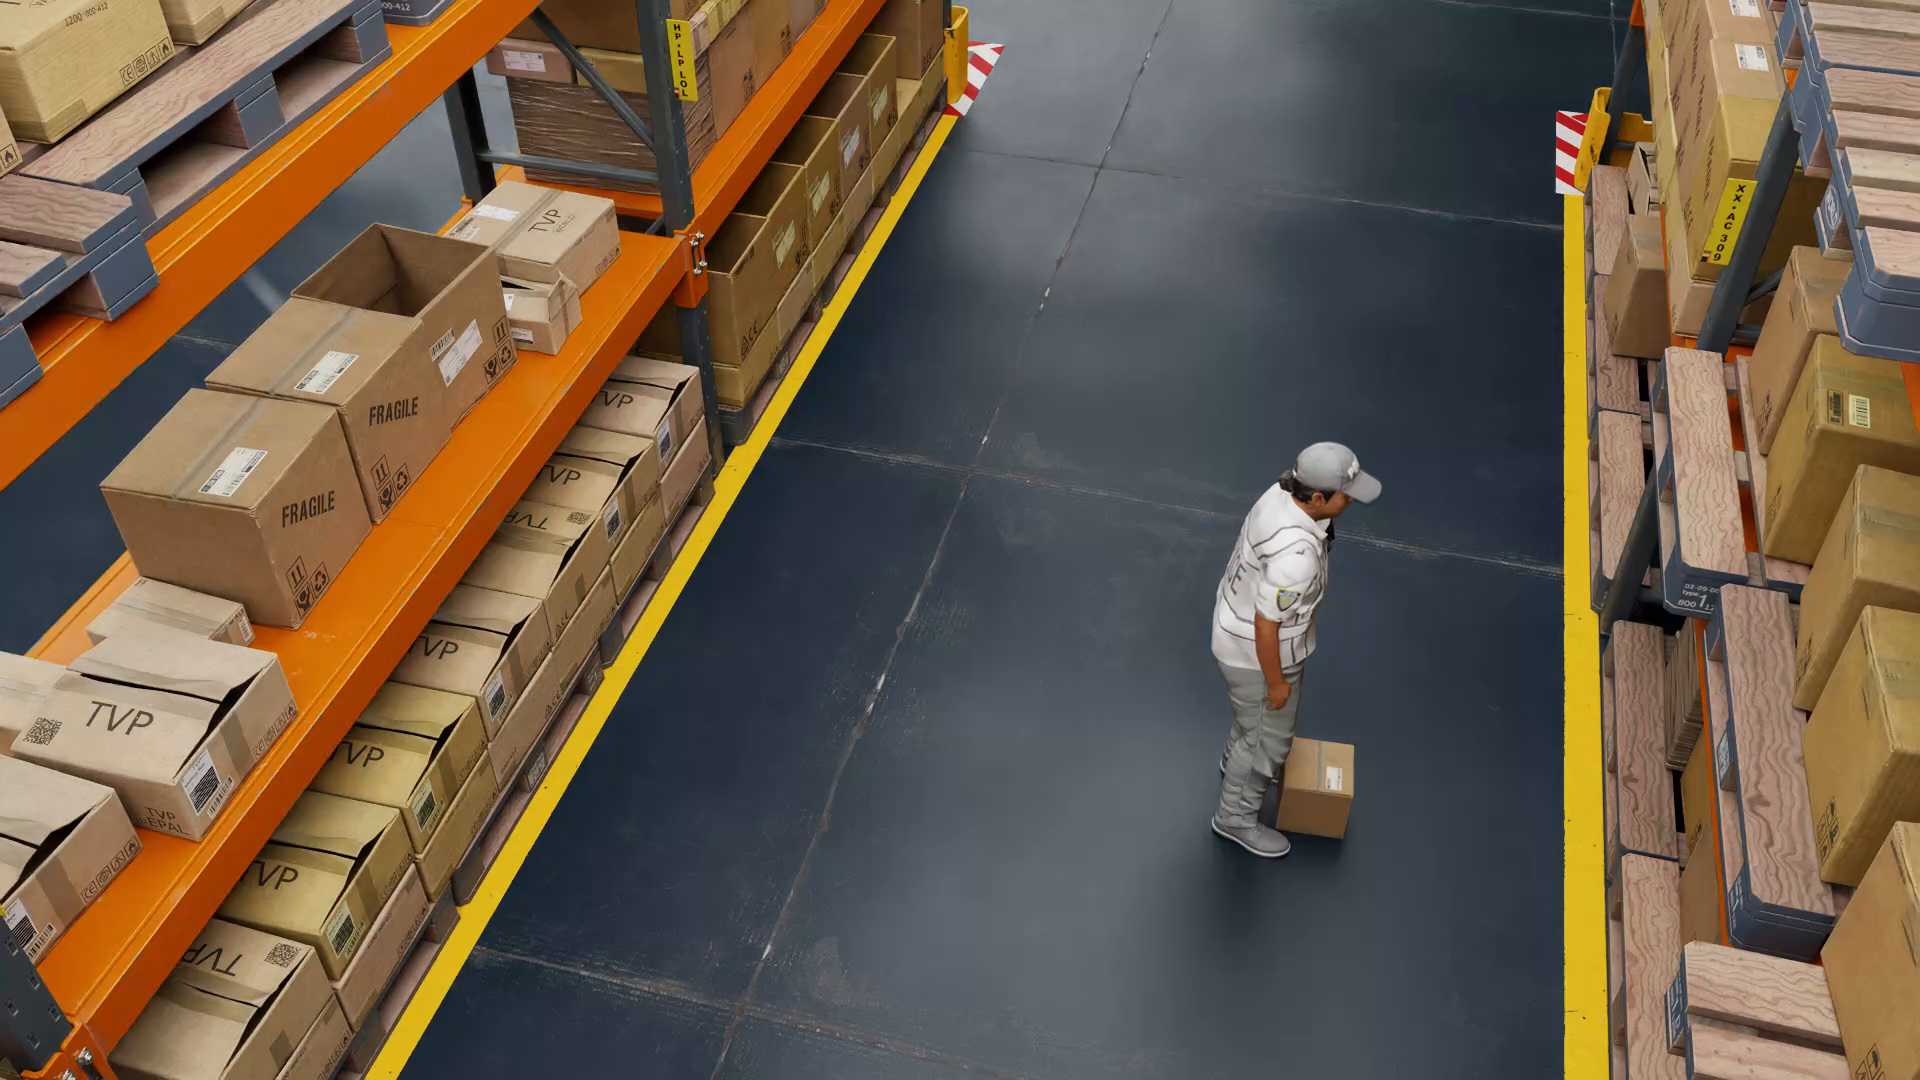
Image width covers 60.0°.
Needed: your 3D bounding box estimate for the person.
[{"bbox_3d":[1.103,0.353,5.752,0.468,1.665,0.554,8,42,9],"label":"person"}]
